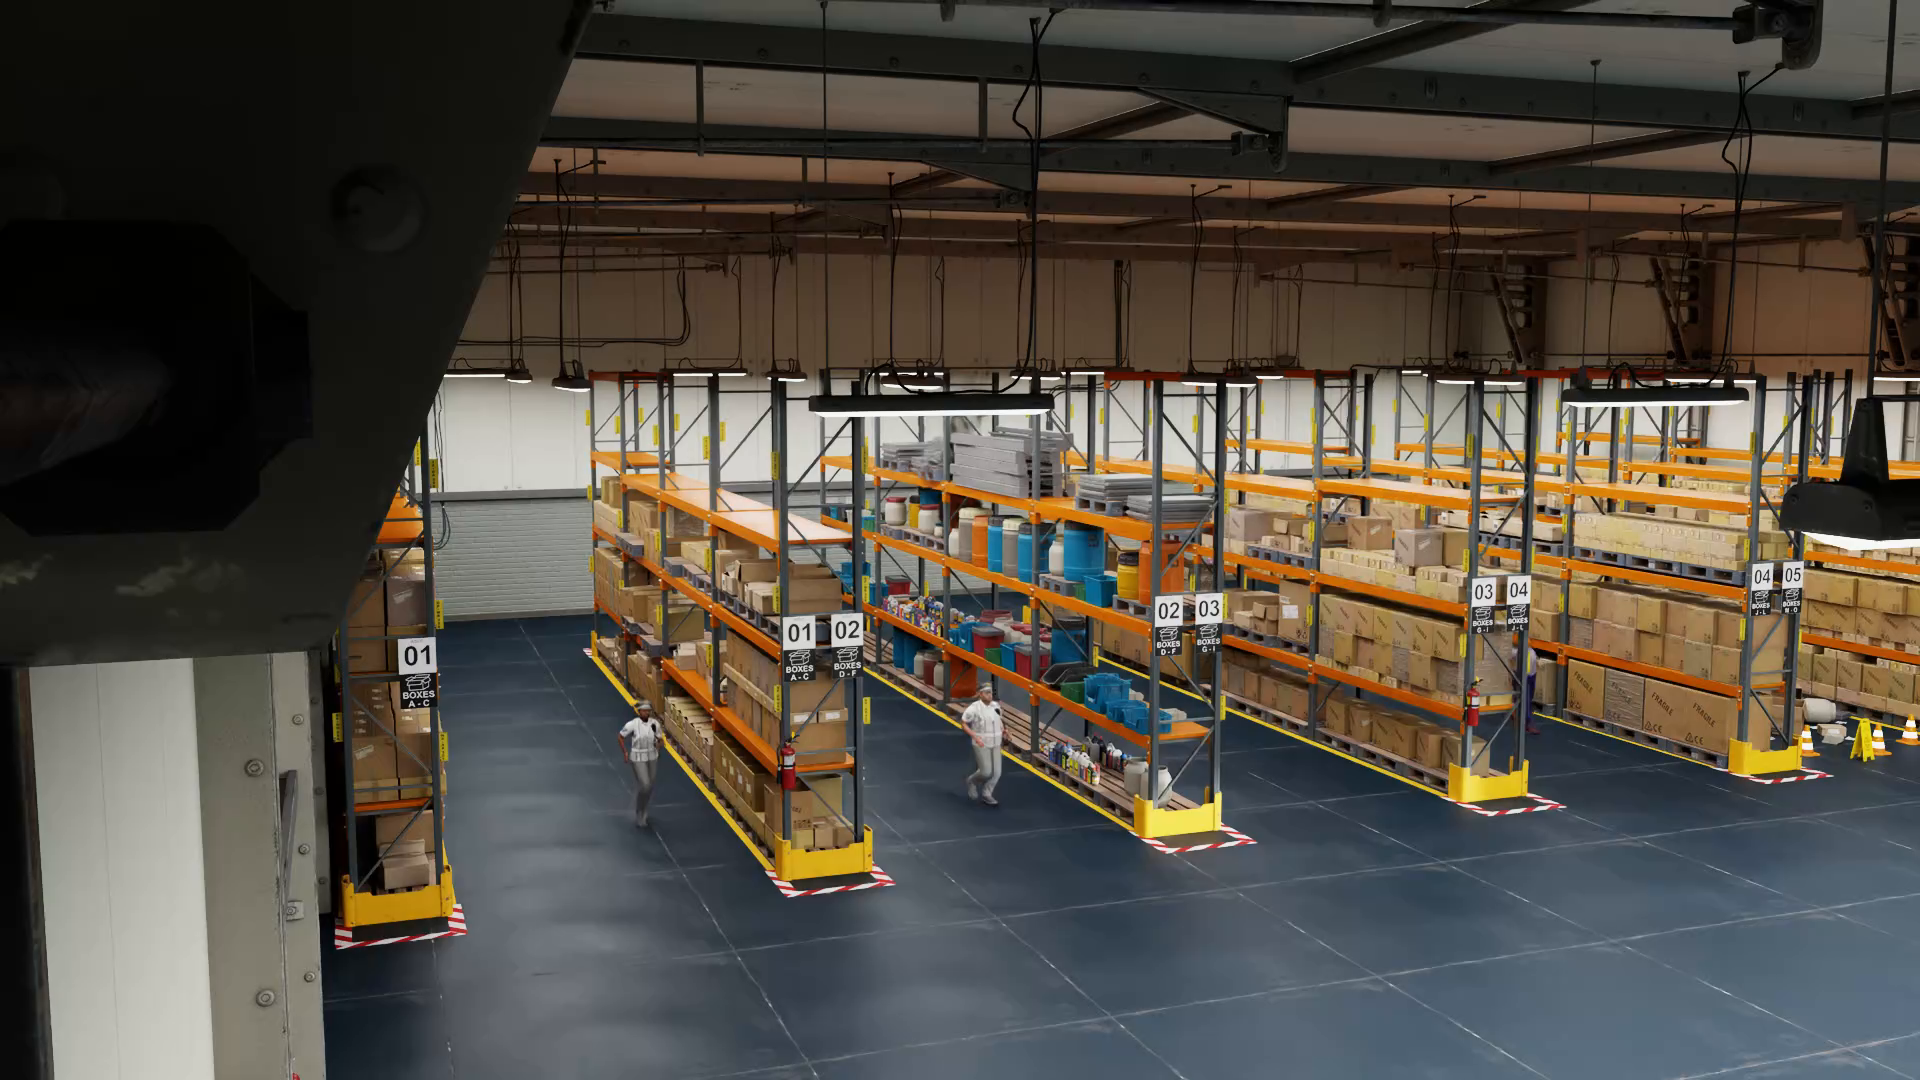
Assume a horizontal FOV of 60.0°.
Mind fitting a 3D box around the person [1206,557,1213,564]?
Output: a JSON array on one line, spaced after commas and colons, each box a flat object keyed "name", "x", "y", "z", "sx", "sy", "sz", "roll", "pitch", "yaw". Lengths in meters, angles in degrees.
[{"name": "person", "x": 6.300, "y": 0.959, "z": 41.331, "sx": 0.643, "sy": 1.550, "sz": 0.533, "roll": -4, "pitch": 8, "yaw": -35}]

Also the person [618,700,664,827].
[{"name": "person", "x": -4.251, "y": 3.002, "z": 22.419, "sx": 0.542, "sy": 1.726, "sz": 0.702, "roll": -5, "pitch": 8, "yaw": -36}]

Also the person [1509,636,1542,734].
[{"name": "person", "x": 9.488, "y": 2.382, "z": 28.002, "sx": 0.611, "sy": 1.626, "sz": 0.934, "roll": -3, "pitch": 7, "yaw": -25}]

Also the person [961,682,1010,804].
[{"name": "person", "x": 0.386, "y": 2.856, "z": 23.414, "sx": 0.658, "sy": 1.733, "sz": 0.618, "roll": -4, "pitch": 8, "yaw": -34}]
